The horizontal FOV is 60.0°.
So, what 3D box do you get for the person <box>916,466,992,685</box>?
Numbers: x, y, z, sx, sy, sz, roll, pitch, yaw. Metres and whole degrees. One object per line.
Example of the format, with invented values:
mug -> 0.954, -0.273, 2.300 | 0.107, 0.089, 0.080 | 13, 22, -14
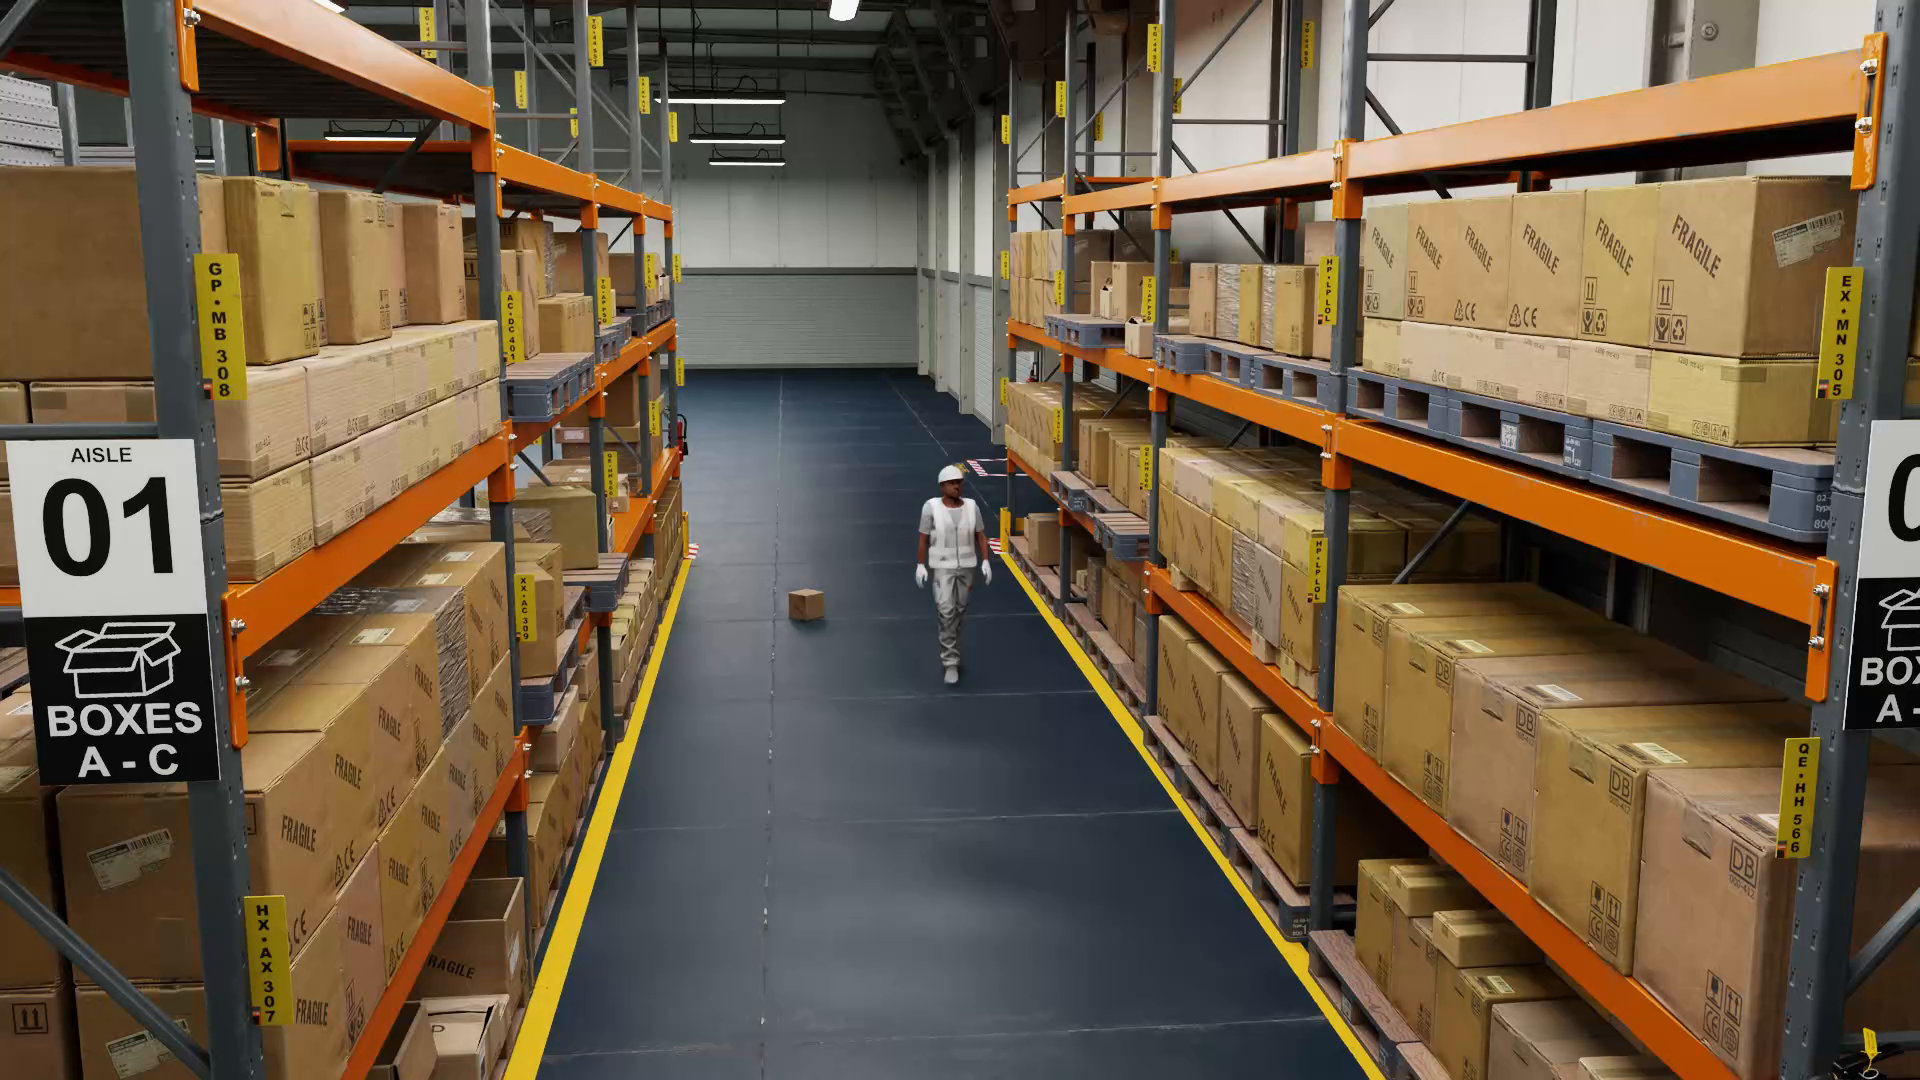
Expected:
person -> -0.035, 0.277, 14.273 | 0.603, 1.818, 0.756 | -4, 10, -19
